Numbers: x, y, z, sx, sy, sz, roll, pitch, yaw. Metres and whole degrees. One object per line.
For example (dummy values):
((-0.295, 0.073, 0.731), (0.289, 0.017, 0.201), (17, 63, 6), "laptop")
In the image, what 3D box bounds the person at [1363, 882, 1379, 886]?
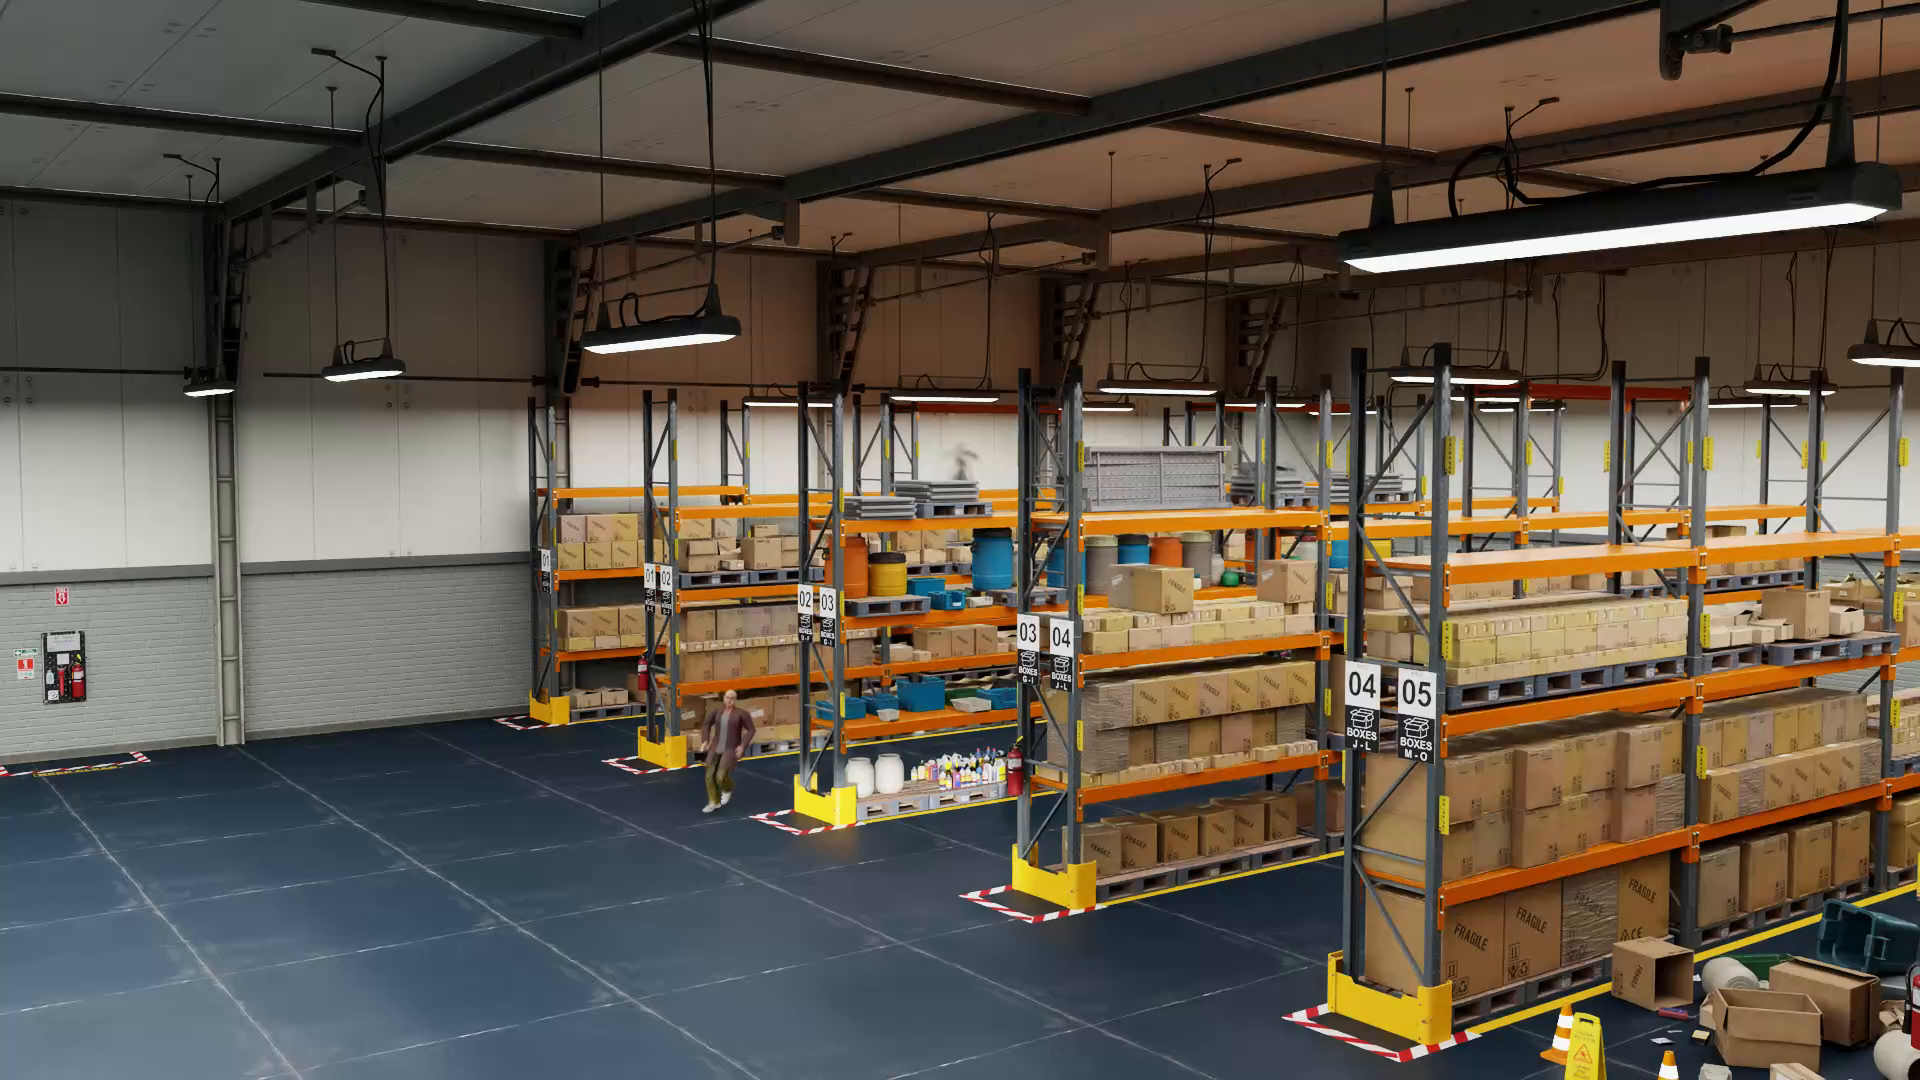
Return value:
((4.540, 3.294, 17.977), (0.570, 1.608, 0.570), (3, 5, 44), "person")

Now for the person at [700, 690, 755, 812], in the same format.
((-3.261, 3.042, 23.234), (0.764, 1.515, 0.583), (1, 4, 18), "person")

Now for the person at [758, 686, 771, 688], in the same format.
((-3.561, 2.601, 29.700), (0.695, 1.698, 0.597), (-3, 4, -41), "person")
